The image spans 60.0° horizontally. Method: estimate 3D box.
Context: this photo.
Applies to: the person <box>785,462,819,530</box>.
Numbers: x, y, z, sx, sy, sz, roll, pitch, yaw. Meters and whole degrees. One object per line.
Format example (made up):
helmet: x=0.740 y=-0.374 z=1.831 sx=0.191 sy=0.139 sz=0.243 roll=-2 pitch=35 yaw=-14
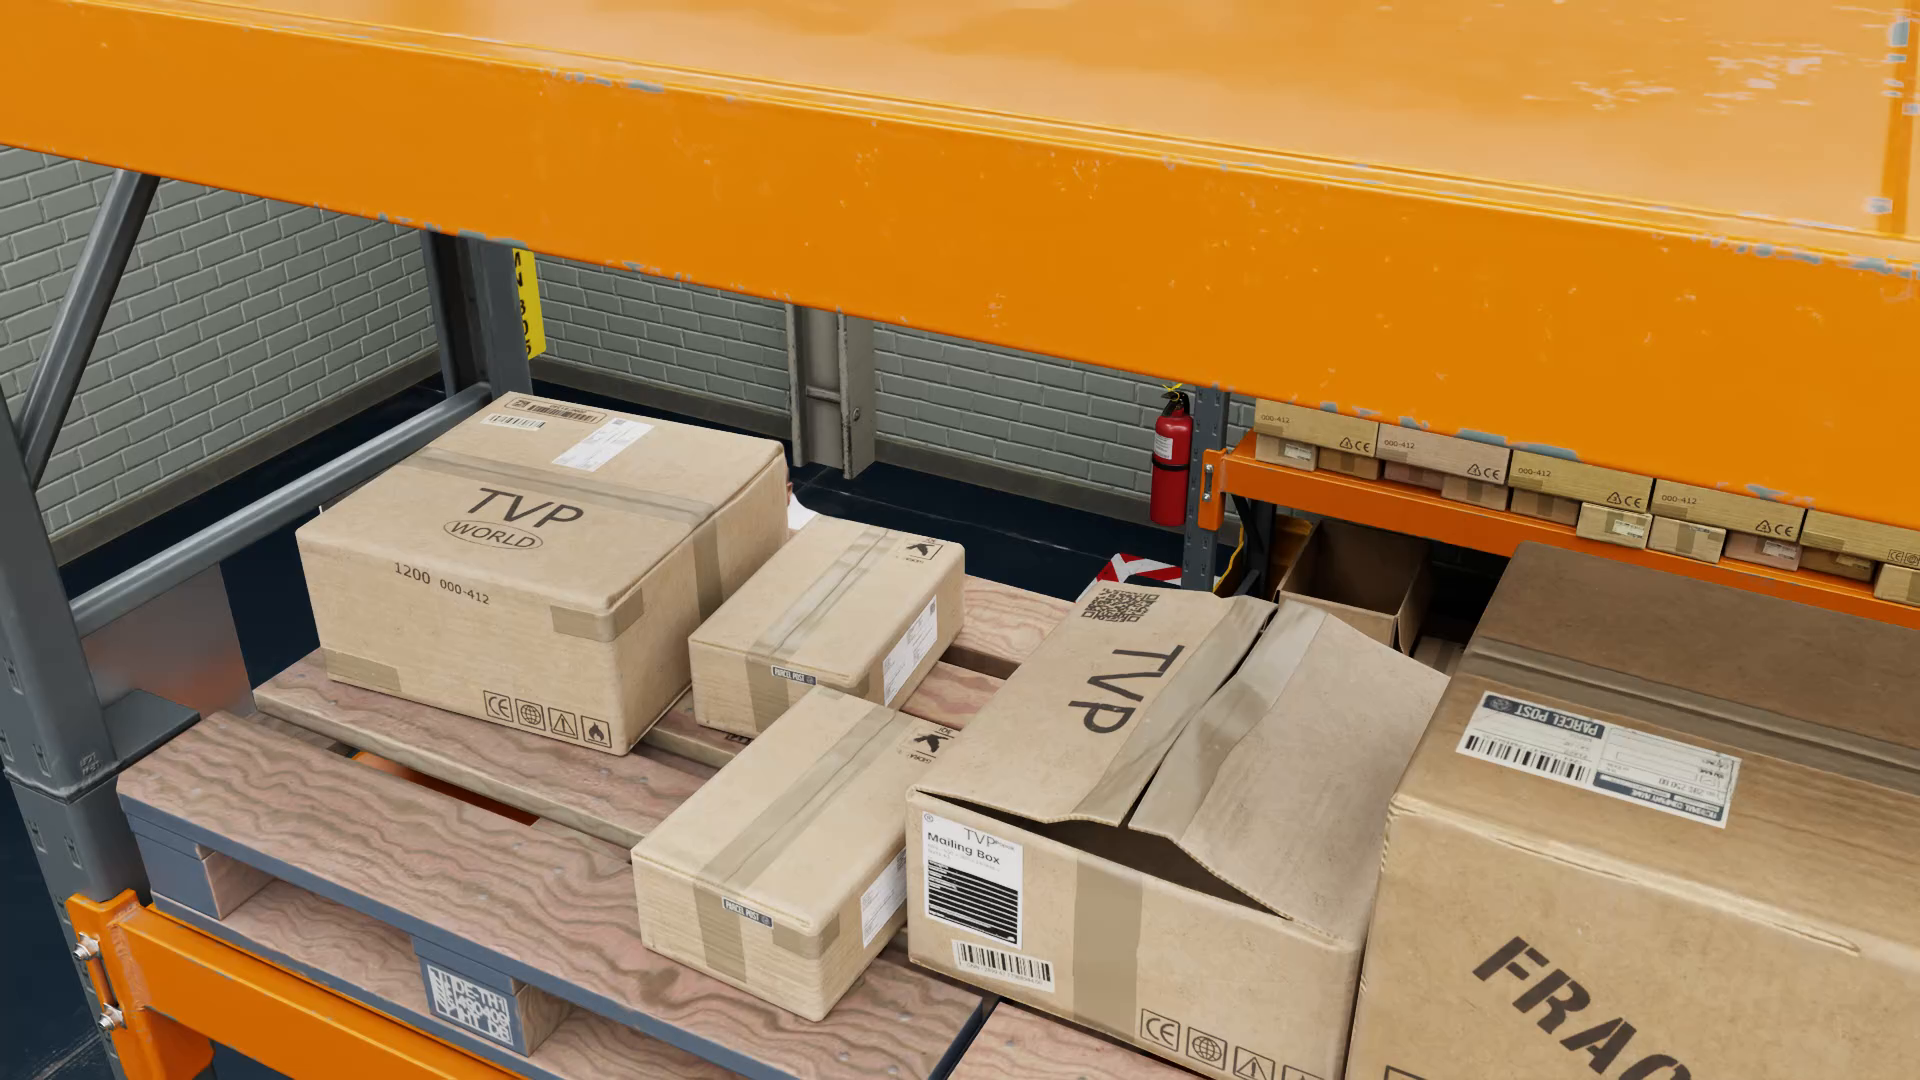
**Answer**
person: x=-0.700 y=0.462 z=6.352 sx=0.565 sy=1.772 sz=0.378 roll=15 pitch=33 yaw=24
